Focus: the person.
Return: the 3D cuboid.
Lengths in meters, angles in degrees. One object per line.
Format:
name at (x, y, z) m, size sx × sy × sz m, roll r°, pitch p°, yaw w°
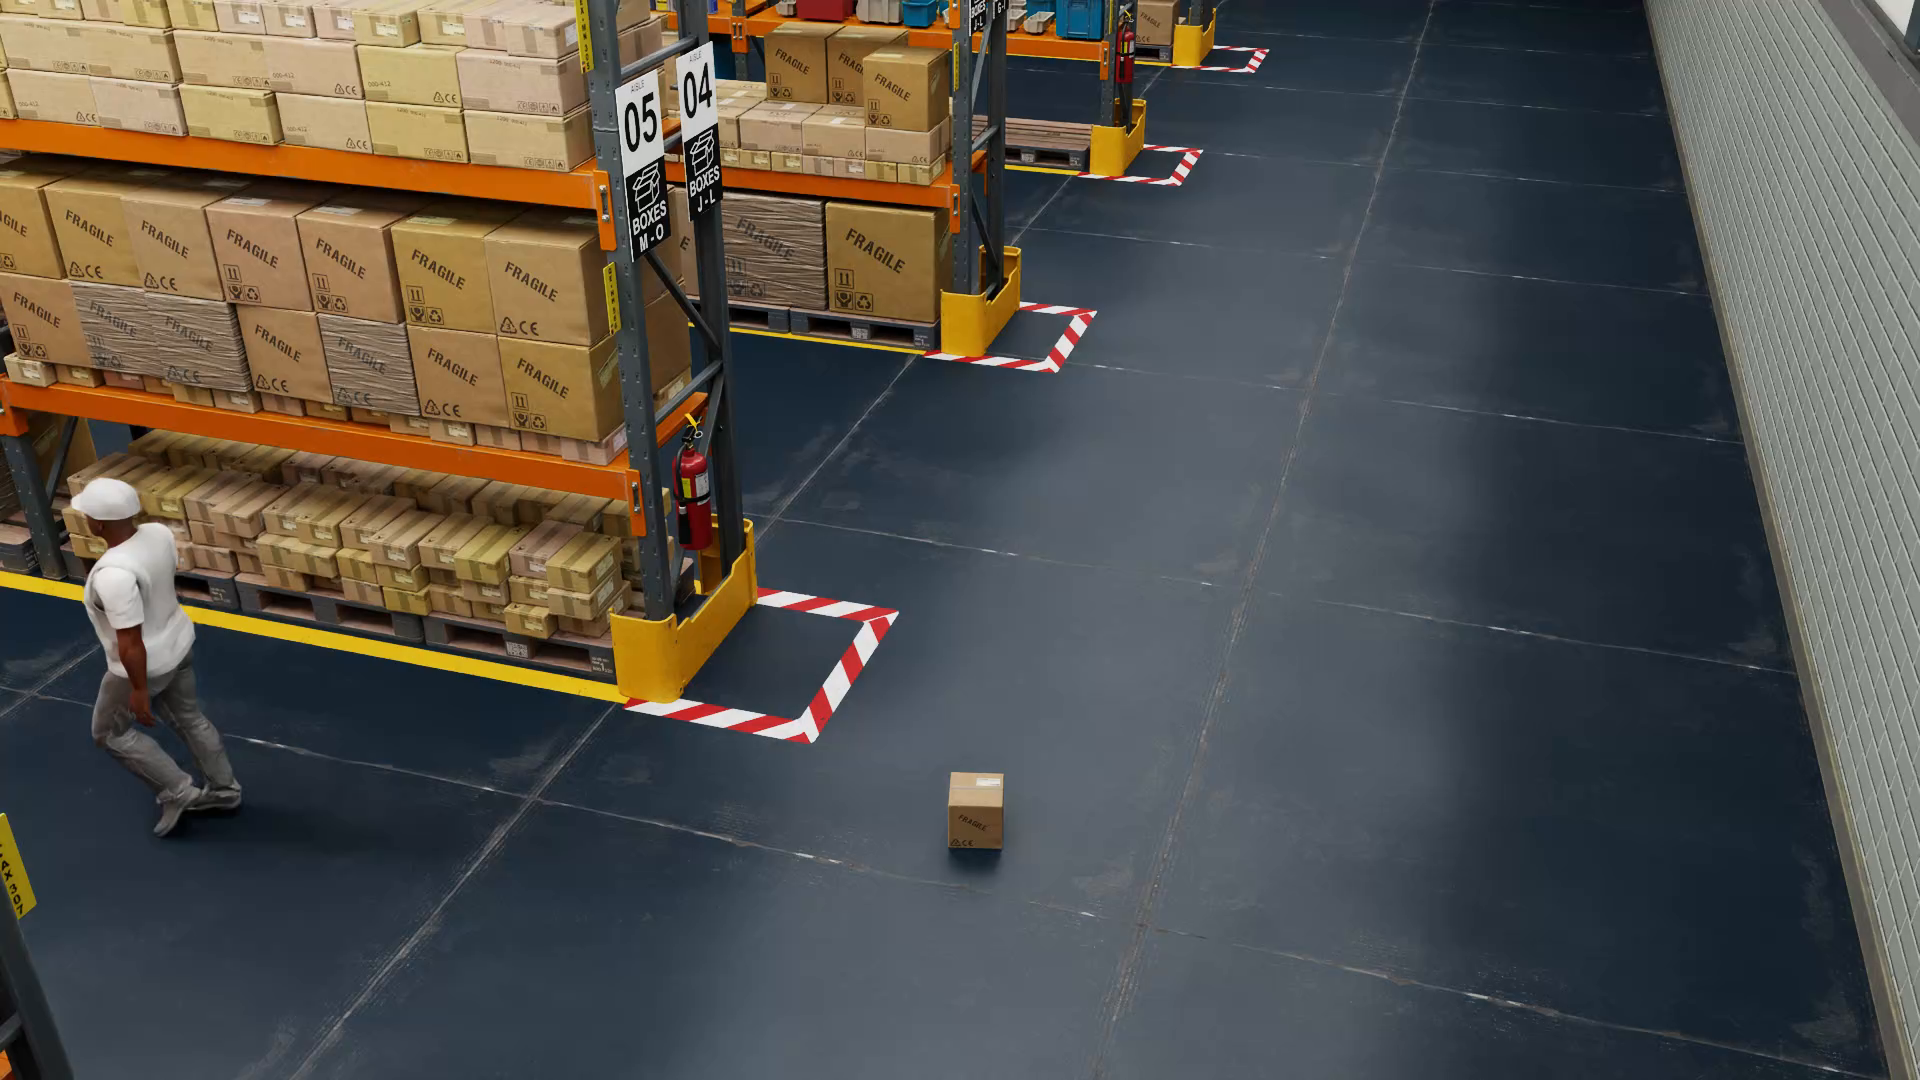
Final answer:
person at (-3.671, 0.544, 7.490) m, size 0.518 × 1.800 × 0.649 m, roll 1°, pitch 29°, yaw 2°
